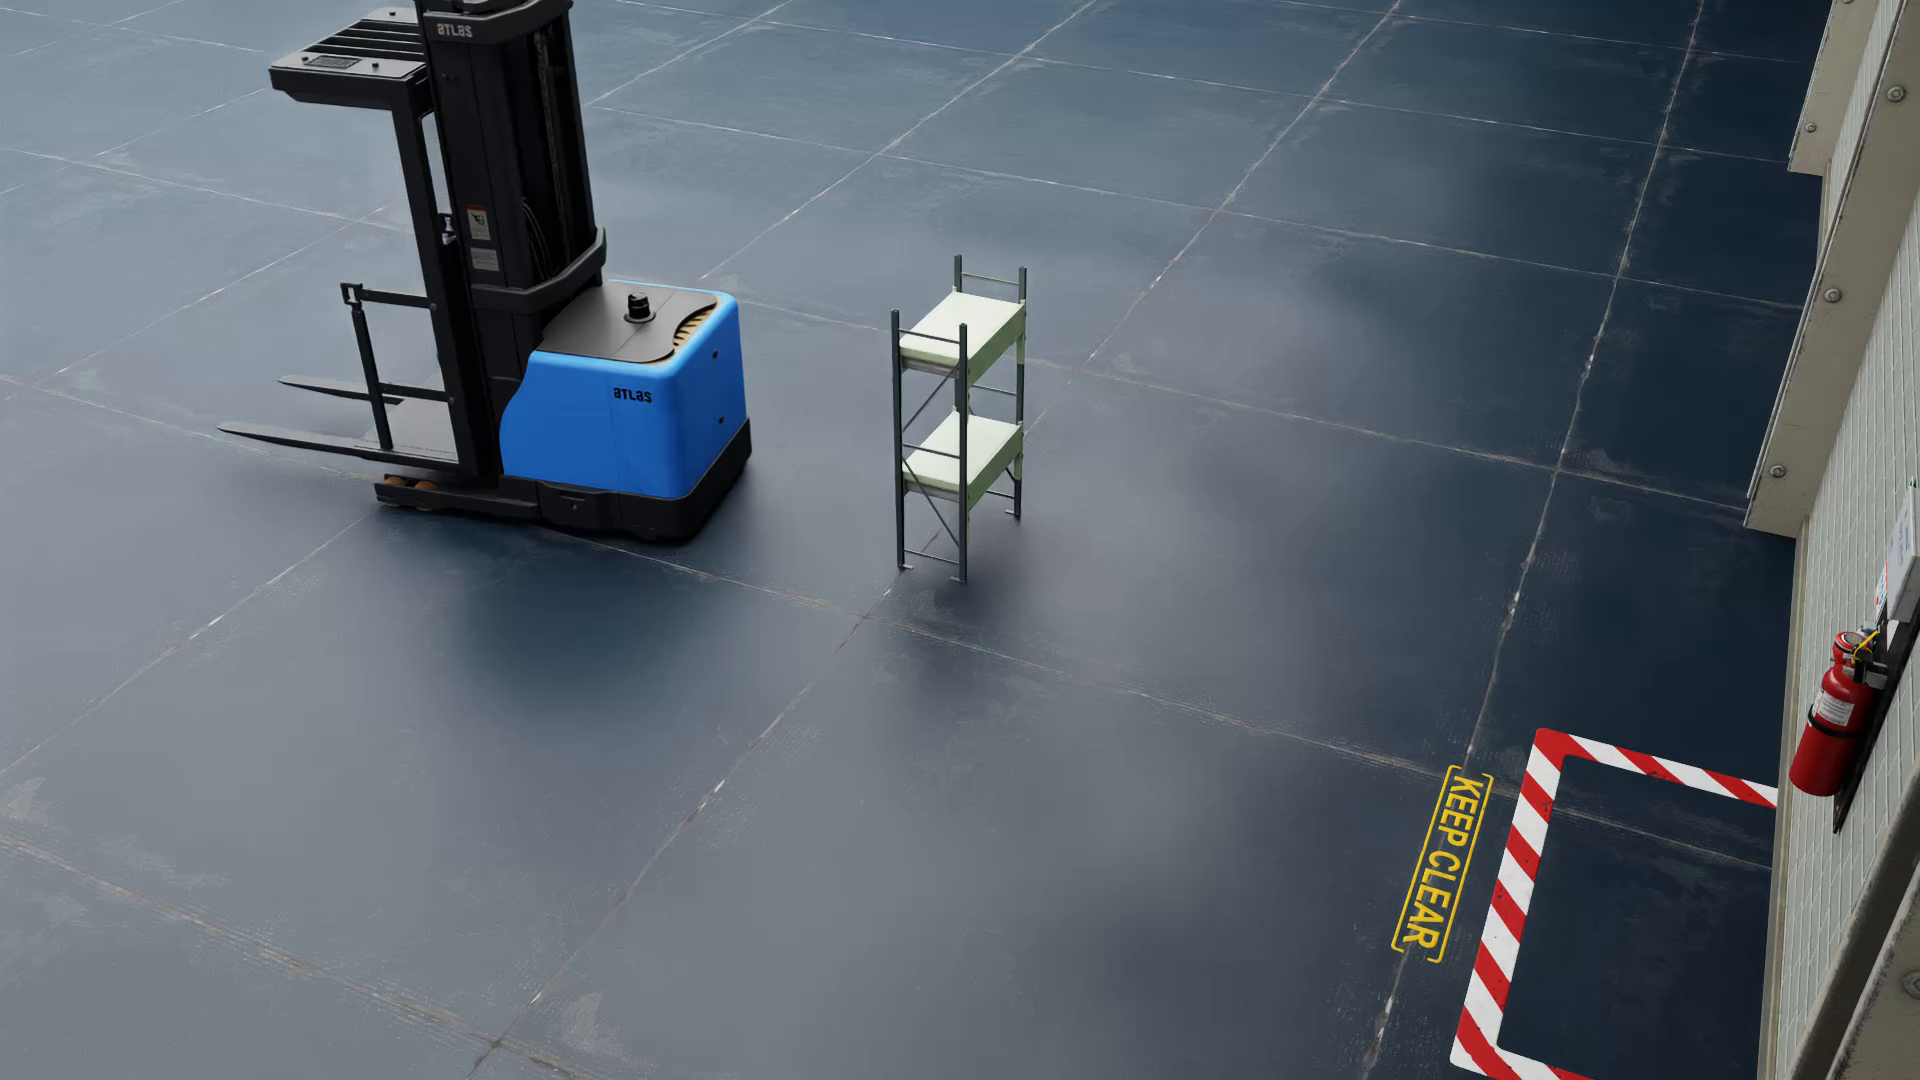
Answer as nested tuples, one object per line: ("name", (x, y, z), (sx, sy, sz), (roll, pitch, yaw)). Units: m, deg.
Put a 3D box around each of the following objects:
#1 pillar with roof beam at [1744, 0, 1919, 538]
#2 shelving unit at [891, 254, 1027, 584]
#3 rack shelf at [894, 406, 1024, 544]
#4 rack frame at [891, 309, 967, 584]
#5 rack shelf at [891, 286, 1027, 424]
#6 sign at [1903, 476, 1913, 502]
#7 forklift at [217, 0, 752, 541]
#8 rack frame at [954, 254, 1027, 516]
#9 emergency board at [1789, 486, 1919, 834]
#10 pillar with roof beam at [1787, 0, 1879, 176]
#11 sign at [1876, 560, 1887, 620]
("pillar with roof beam", (0.661, -4.886, 8.364), (9.100, 9.000, 0.400), (14, 36, 20))
("shelving unit", (0.003, -0.631, 8.712), (0.431, 1.500, 0.755), (14, 36, 20))
("rack shelf", (0.003, -0.358, 8.891), (0.431, 0.370, 0.720), (14, 36, 20))
("rack frame", (-0.150, -0.448, 8.434), (0.400, 1.500, 0.023), (14, 36, 20))
("rack shelf", (0.003, -0.957, 8.498), (0.431, 0.370, 0.720), (14, 36, 20))
("sign", (3.445, -0.112, 6.037), (0.001, 0.109, 0.331), (14, 36, 20))
("forklift", (-2.797, -1.657, 8.973), (3.031, 2.935, 1.130), (8, 34, 12))
("rack frame", (0.156, -0.813, 8.990), (0.400, 1.500, 0.023), (14, 36, 20))
("emergency board", (3.130, 0.376, 5.809), (0.194, 1.169, 0.643), (14, 36, 20))
("pillar with roof beam", (3.172, -7.875, 12.921), (9.100, 9.000, 0.400), (14, 36, 20))
("sign", (3.455, 0.110, 6.183), (0.001, 0.329, 0.234), (14, 36, 20))
